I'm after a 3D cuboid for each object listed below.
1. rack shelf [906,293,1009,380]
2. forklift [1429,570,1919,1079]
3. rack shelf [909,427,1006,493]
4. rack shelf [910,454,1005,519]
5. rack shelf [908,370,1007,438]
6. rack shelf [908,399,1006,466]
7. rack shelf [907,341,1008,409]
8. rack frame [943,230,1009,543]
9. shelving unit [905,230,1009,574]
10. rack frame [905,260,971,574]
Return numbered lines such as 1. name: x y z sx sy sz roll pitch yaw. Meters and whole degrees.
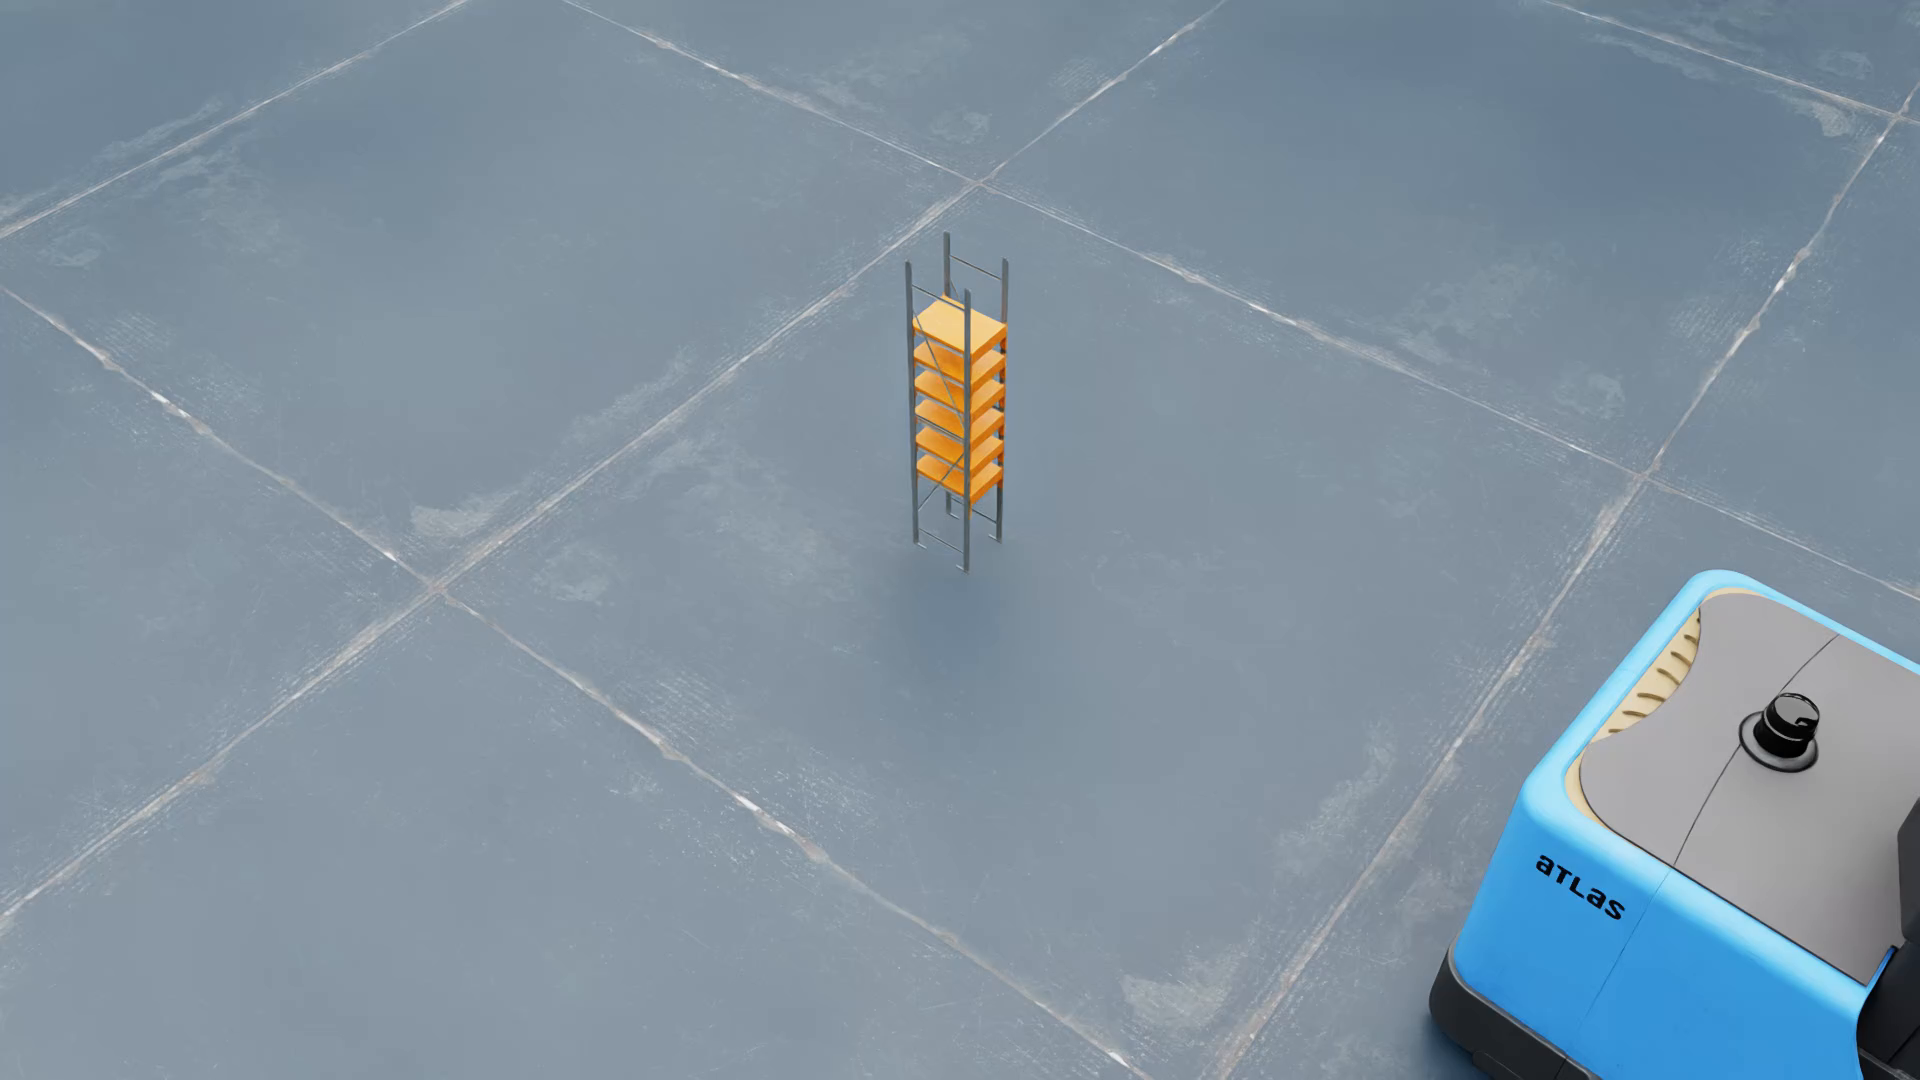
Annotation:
1. rack shelf: -0.009 -0.624 5.080 0.258 0.103 0.180 29 53 25
2. forklift: 2.686 0.754 3.003 3.031 2.935 1.130 33 55 28
3. rack shelf: -0.009 -0.293 5.427 0.258 0.103 0.180 29 53 25
4. rack shelf: -0.009 -0.210 5.514 0.258 0.103 0.180 29 53 25
5. rack shelf: -0.009 -0.458 5.254 0.258 0.103 0.180 29 53 25
6. rack shelf: -0.009 -0.375 5.340 0.258 0.103 0.180 29 53 25
7. rack shelf: -0.009 -0.541 5.167 0.258 0.103 0.180 29 53 25
8. rack frame: 0.047 -0.459 5.358 0.240 1.200 0.006 29 53 25
9. shelving unit: -0.009 -0.406 5.308 0.258 1.200 0.189 29 53 25
10. rack frame: -0.065 -0.354 5.258 0.240 1.200 0.006 29 53 25
